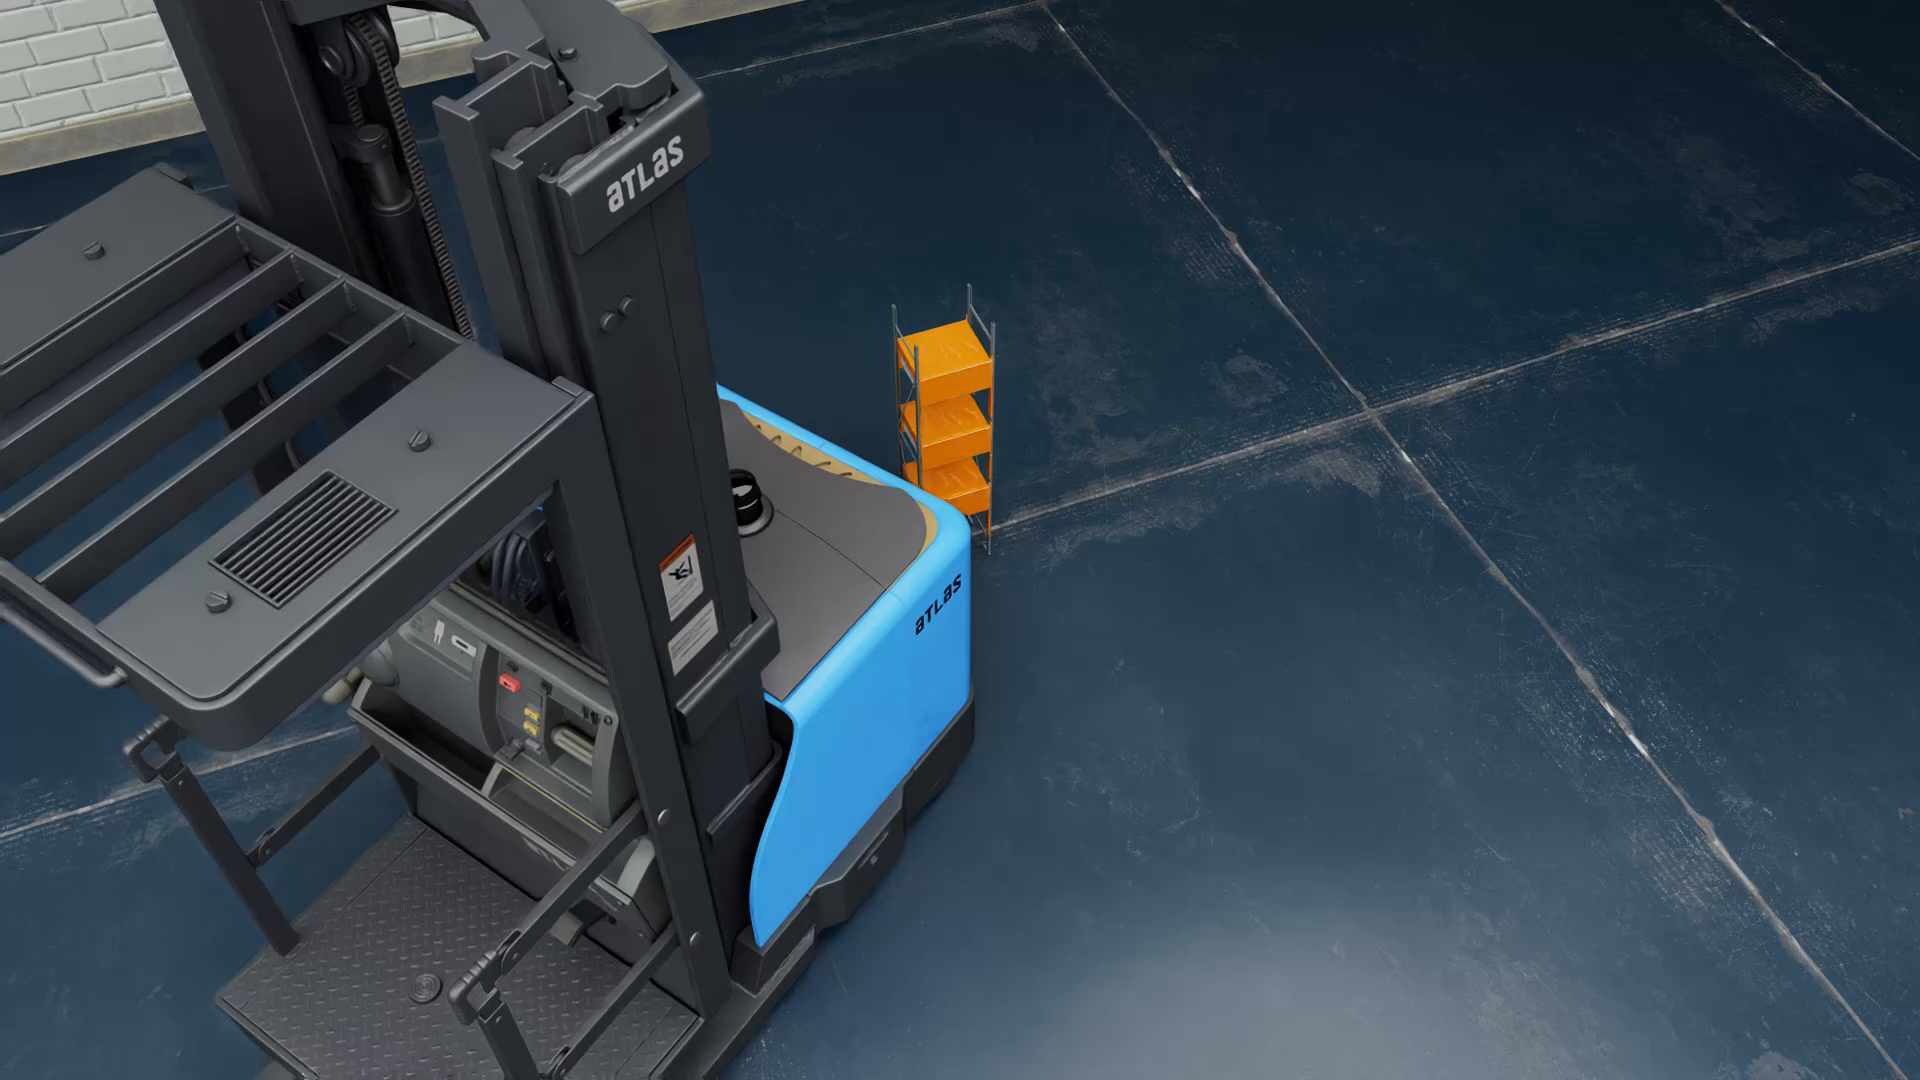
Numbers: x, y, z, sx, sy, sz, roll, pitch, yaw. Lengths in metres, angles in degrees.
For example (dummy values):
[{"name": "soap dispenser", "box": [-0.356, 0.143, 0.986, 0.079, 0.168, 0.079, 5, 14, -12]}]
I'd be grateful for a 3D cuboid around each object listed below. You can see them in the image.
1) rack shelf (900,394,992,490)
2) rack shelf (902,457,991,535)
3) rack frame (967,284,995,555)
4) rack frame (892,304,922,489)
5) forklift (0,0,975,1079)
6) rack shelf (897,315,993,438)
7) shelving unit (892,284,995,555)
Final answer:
[{"name": "rack shelf", "box": [-0.050, -0.320, 5.347, 0.240, 0.259, 0.215, -17, 52, -14]}, {"name": "rack shelf", "box": [-0.050, -0.139, 5.557, 0.240, 0.259, 0.215, -17, 52, -14]}, {"name": "rack frame", "box": [0.063, -0.362, 5.369, 0.008, 1.050, 0.200, -17, 52, -14]}, {"name": "rack frame", "box": [-0.162, -0.292, 5.308, 0.008, 1.050, 0.200, -17, 52, -14]}, {"name": "forklift", "box": [-1.207, 0.392, 3.481, 1.130, 2.935, 3.031, 28, 55, 22]}, {"name": "rack shelf", "box": [-0.050, -0.505, 5.131, 0.240, 0.259, 0.215, -17, 52, -14]}, {"name": "shelving unit", "box": [-0.050, -0.327, 5.339, 0.252, 1.050, 0.215, -17, 52, -14]}]
